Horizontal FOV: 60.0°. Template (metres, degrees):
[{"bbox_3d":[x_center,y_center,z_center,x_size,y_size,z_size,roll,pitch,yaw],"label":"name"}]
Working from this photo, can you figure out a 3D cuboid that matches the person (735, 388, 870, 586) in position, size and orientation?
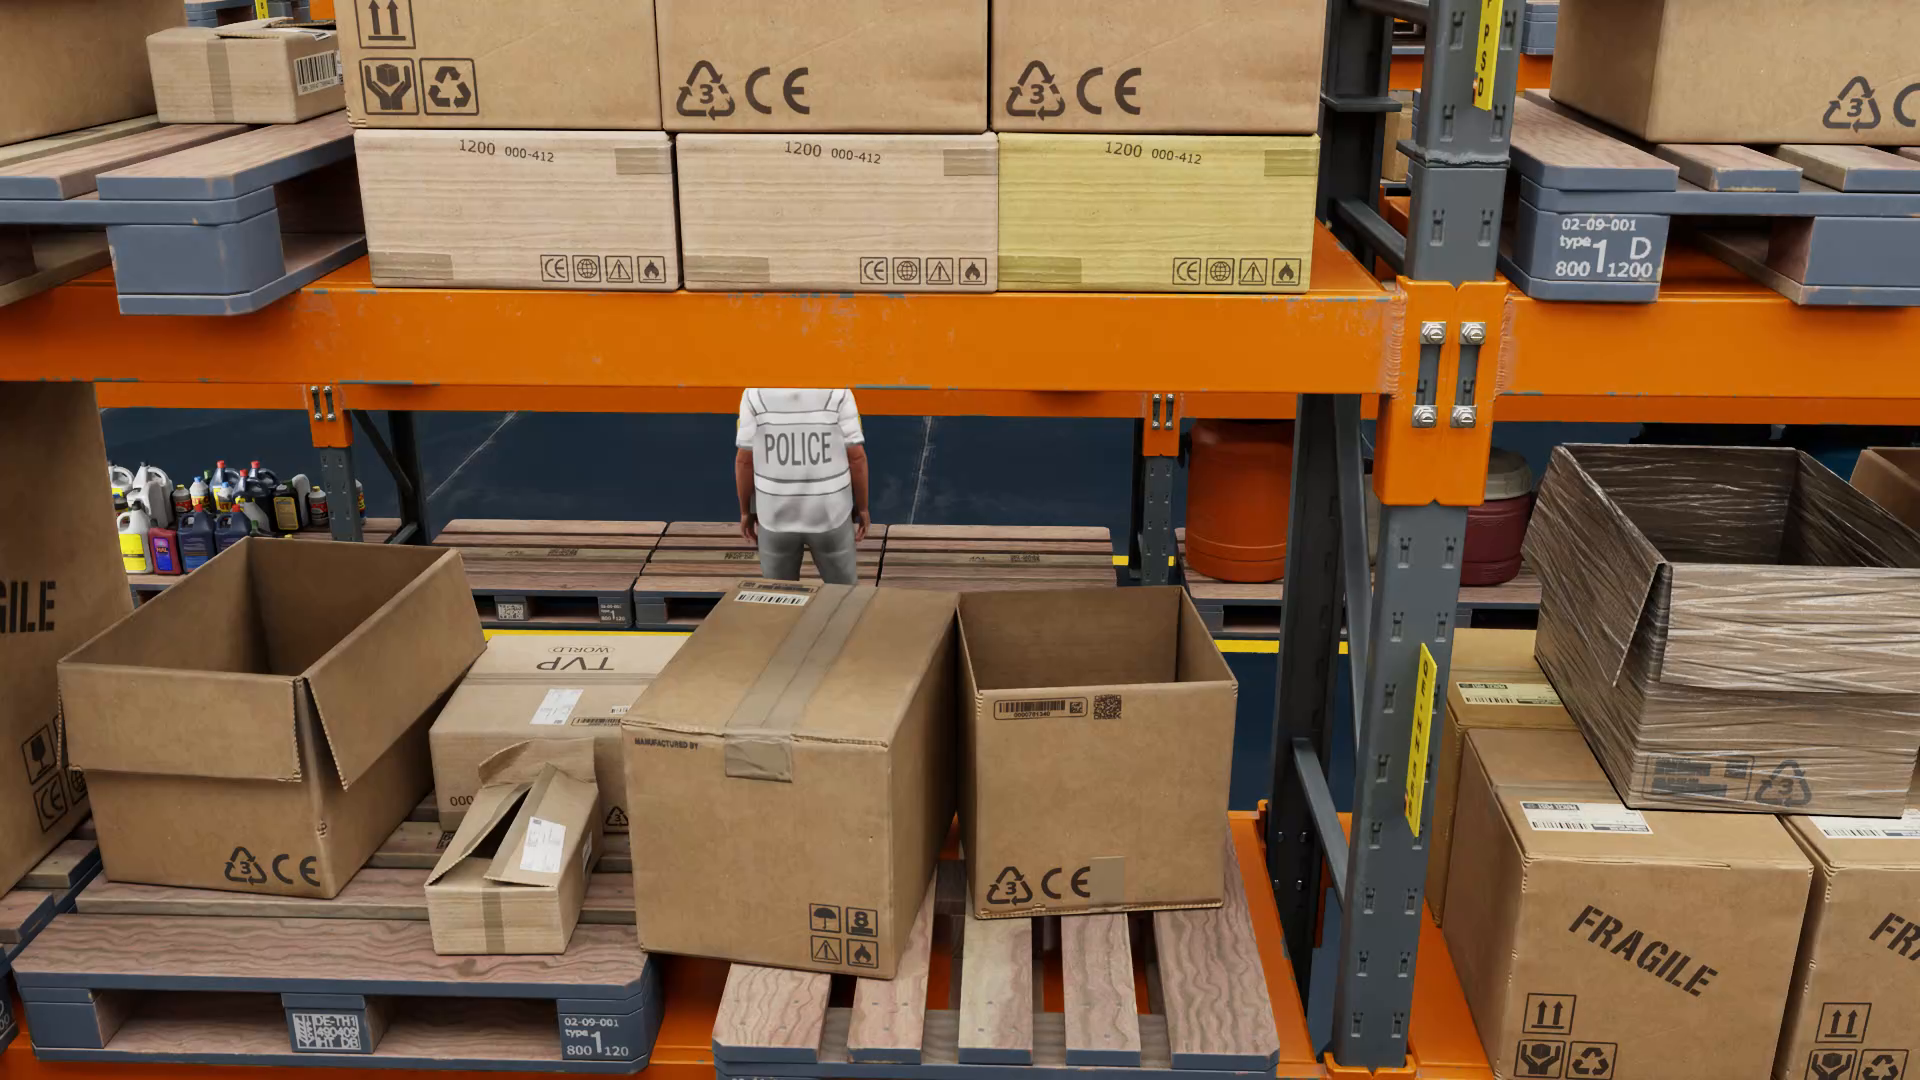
[{"bbox_3d":[-0.690,-0.124,7.398,0.596,1.747,0.437,0,21,-1],"label":"person"}]
